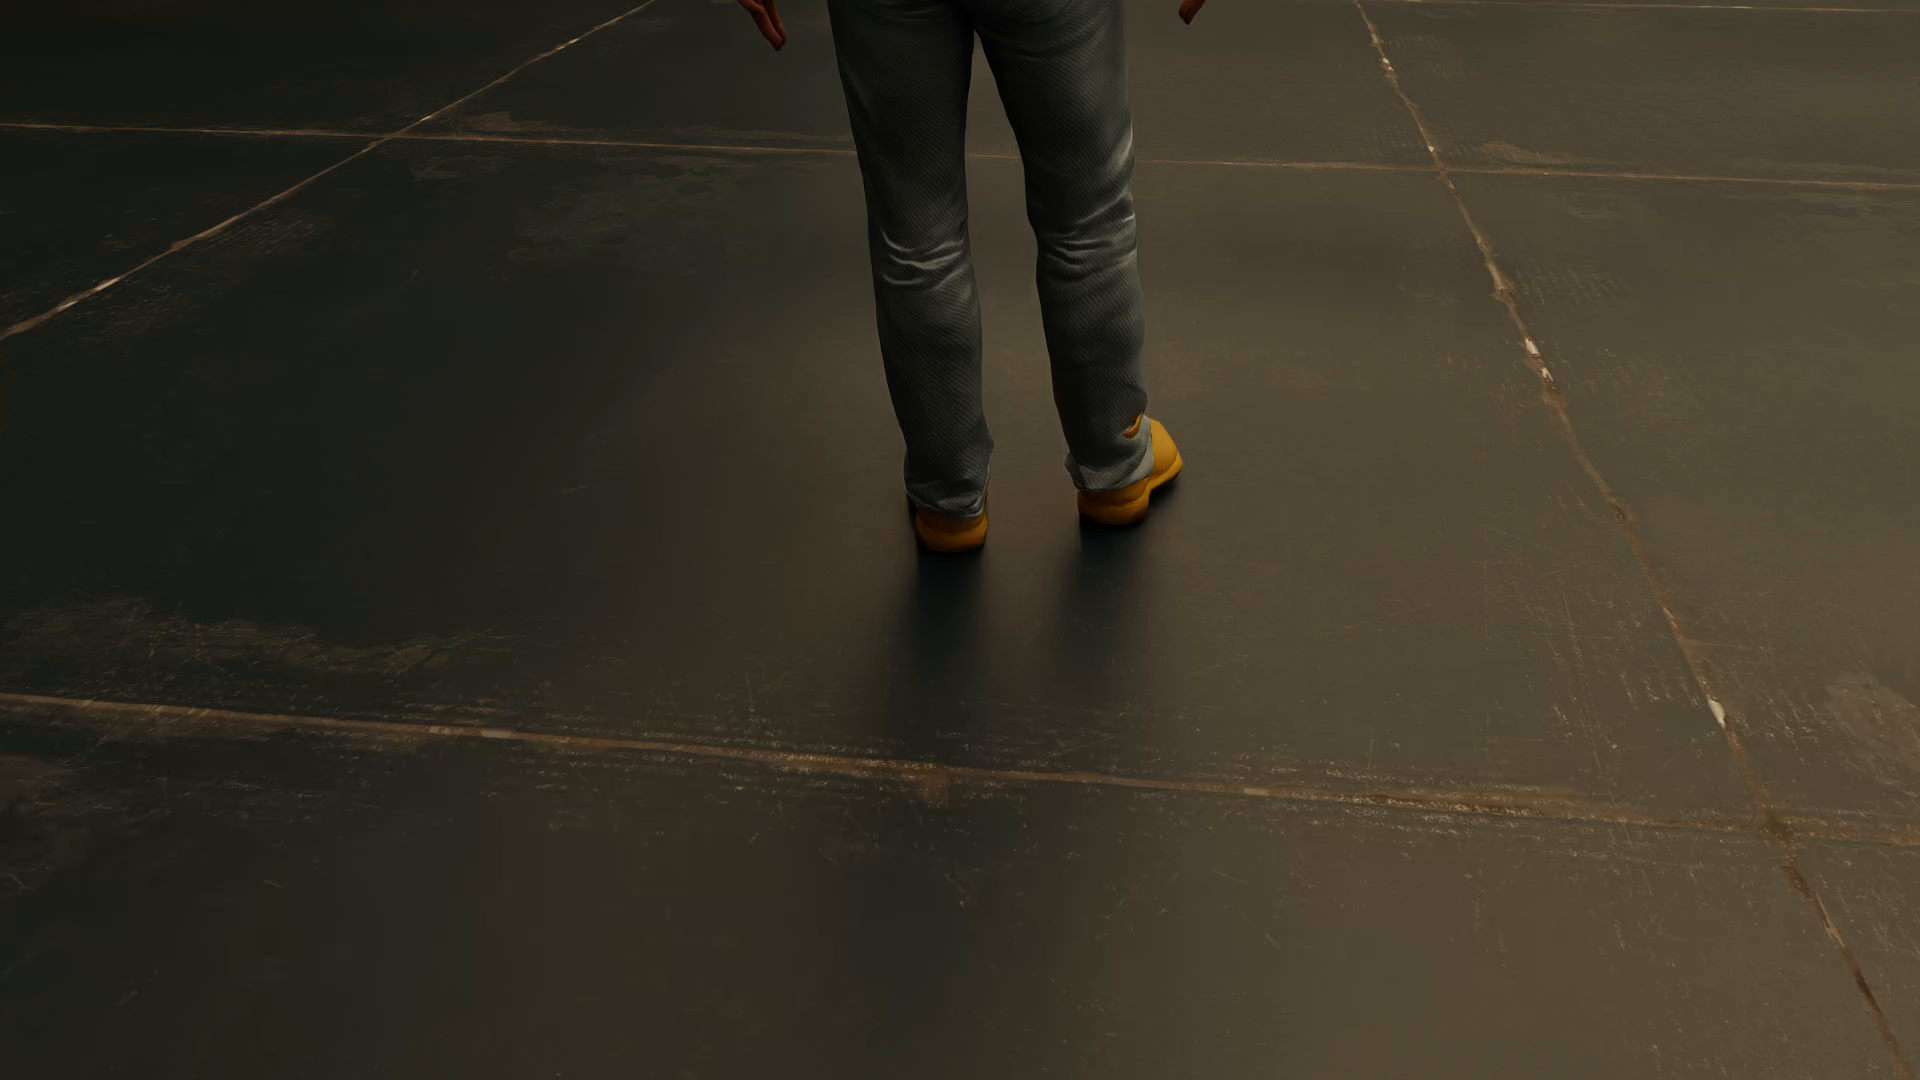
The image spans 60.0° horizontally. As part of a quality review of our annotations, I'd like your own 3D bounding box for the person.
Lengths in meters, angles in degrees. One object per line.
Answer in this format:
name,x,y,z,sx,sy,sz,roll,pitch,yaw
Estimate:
person,0.015,-0.825,2.166,0.665,1.762,0.574,3,27,7
